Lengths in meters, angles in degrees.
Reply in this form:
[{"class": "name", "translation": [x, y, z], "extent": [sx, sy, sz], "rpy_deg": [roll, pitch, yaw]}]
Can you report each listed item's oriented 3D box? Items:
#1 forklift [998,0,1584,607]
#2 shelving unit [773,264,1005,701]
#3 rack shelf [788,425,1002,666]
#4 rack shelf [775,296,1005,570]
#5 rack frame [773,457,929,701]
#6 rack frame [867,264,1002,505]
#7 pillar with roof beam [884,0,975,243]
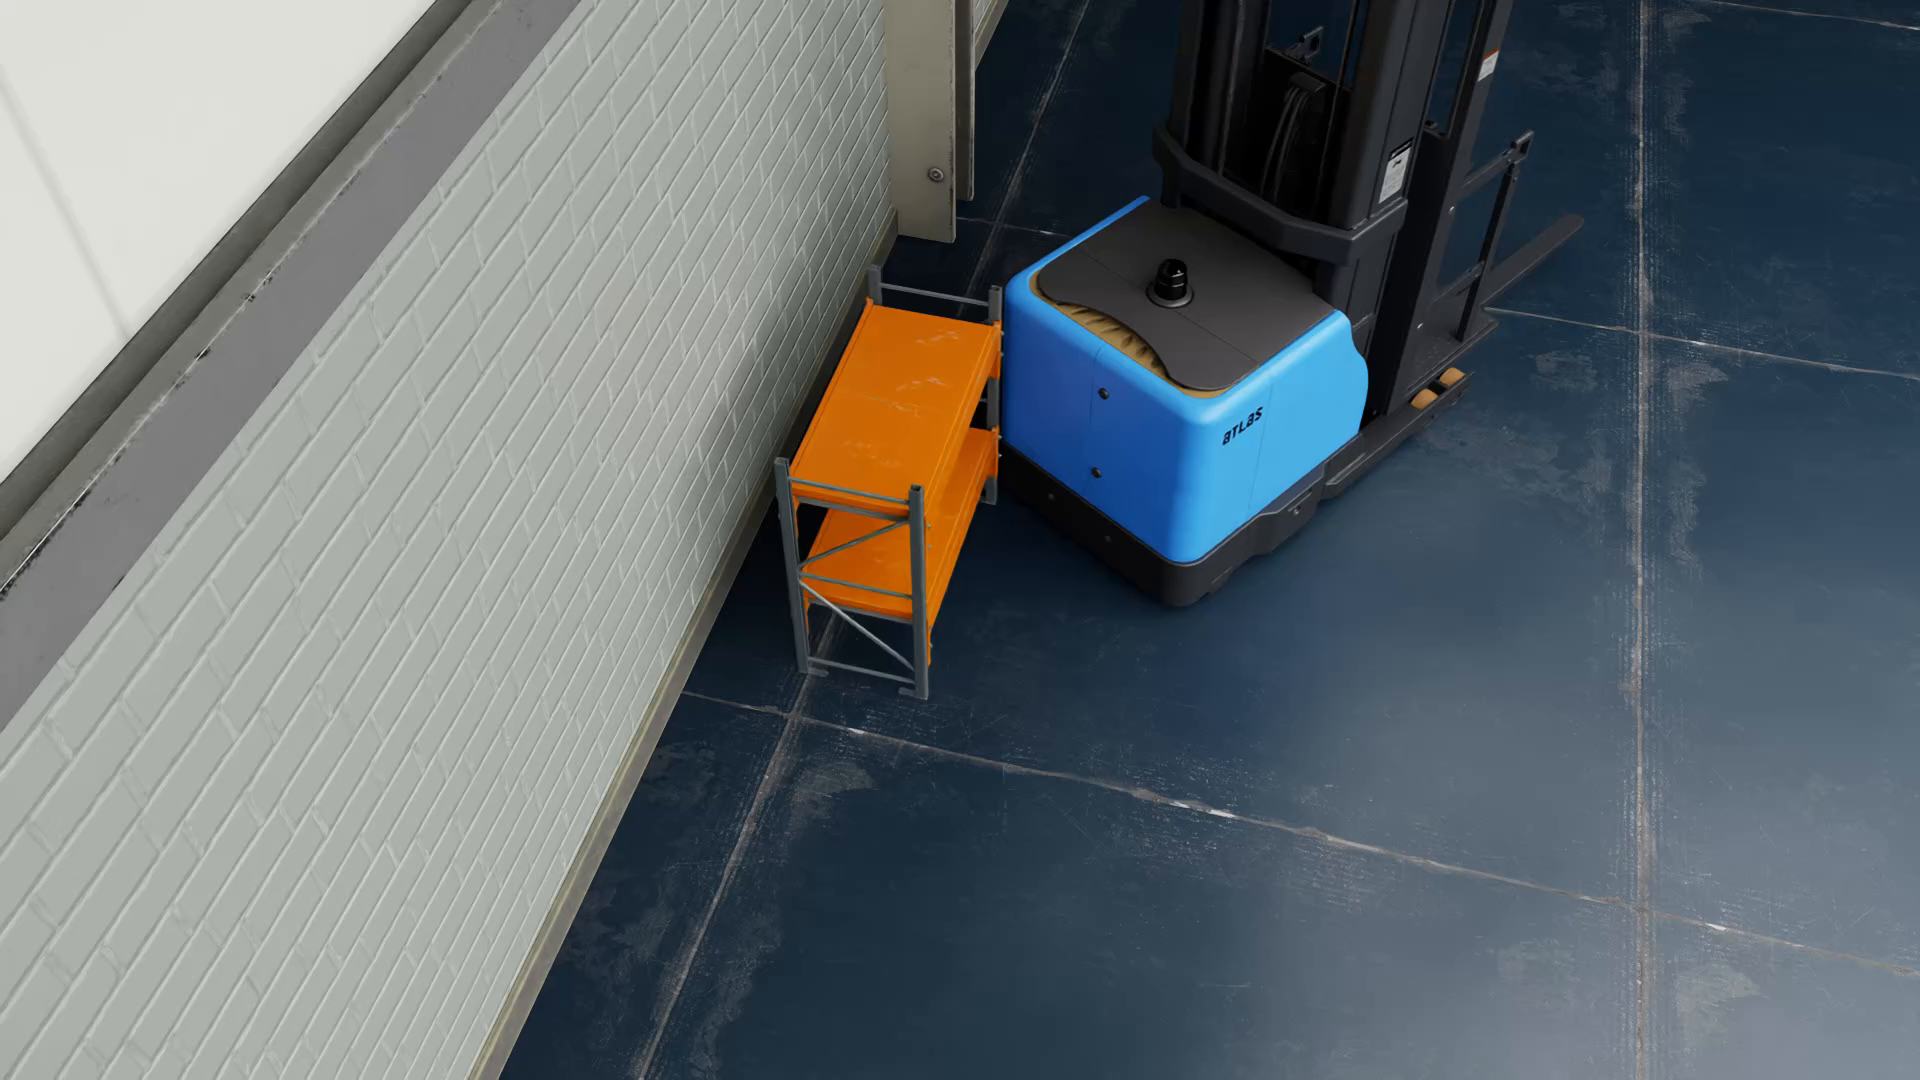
[{"class": "forklift", "translation": [1.561, -1.702, 6.216], "extent": [3.031, 2.935, 1.130], "rpy_deg": [-36, 57, -27]}, {"class": "shelving unit", "translation": [-0.227, -0.206, 6.101], "extent": [0.538, 1.125, 1.048], "rpy_deg": [12, 50, 10]}, {"class": "rack shelf", "translation": [-0.227, -0.045, 6.284], "extent": [0.538, 0.278, 1.000], "rpy_deg": [12, 50, 10]}, {"class": "rack shelf", "translation": [-0.227, -0.400, 5.881], "extent": [0.538, 0.278, 1.000], "rpy_deg": [12, 50, 10]}, {"class": "rack frame", "translation": [-0.361, 0.161, 5.776], "extent": [0.500, 1.125, 0.032], "rpy_deg": [12, 50, 10]}, {"class": "rack frame", "translation": [-0.093, -0.574, 6.425], "extent": [0.500, 1.125, 0.032], "rpy_deg": [12, 50, 10]}, {"class": "pillar with roof beam", "translation": [4.022, -3.713, 3.944], "extent": [9.100, 9.000, 0.400], "rpy_deg": [12, 50, 10]}]
